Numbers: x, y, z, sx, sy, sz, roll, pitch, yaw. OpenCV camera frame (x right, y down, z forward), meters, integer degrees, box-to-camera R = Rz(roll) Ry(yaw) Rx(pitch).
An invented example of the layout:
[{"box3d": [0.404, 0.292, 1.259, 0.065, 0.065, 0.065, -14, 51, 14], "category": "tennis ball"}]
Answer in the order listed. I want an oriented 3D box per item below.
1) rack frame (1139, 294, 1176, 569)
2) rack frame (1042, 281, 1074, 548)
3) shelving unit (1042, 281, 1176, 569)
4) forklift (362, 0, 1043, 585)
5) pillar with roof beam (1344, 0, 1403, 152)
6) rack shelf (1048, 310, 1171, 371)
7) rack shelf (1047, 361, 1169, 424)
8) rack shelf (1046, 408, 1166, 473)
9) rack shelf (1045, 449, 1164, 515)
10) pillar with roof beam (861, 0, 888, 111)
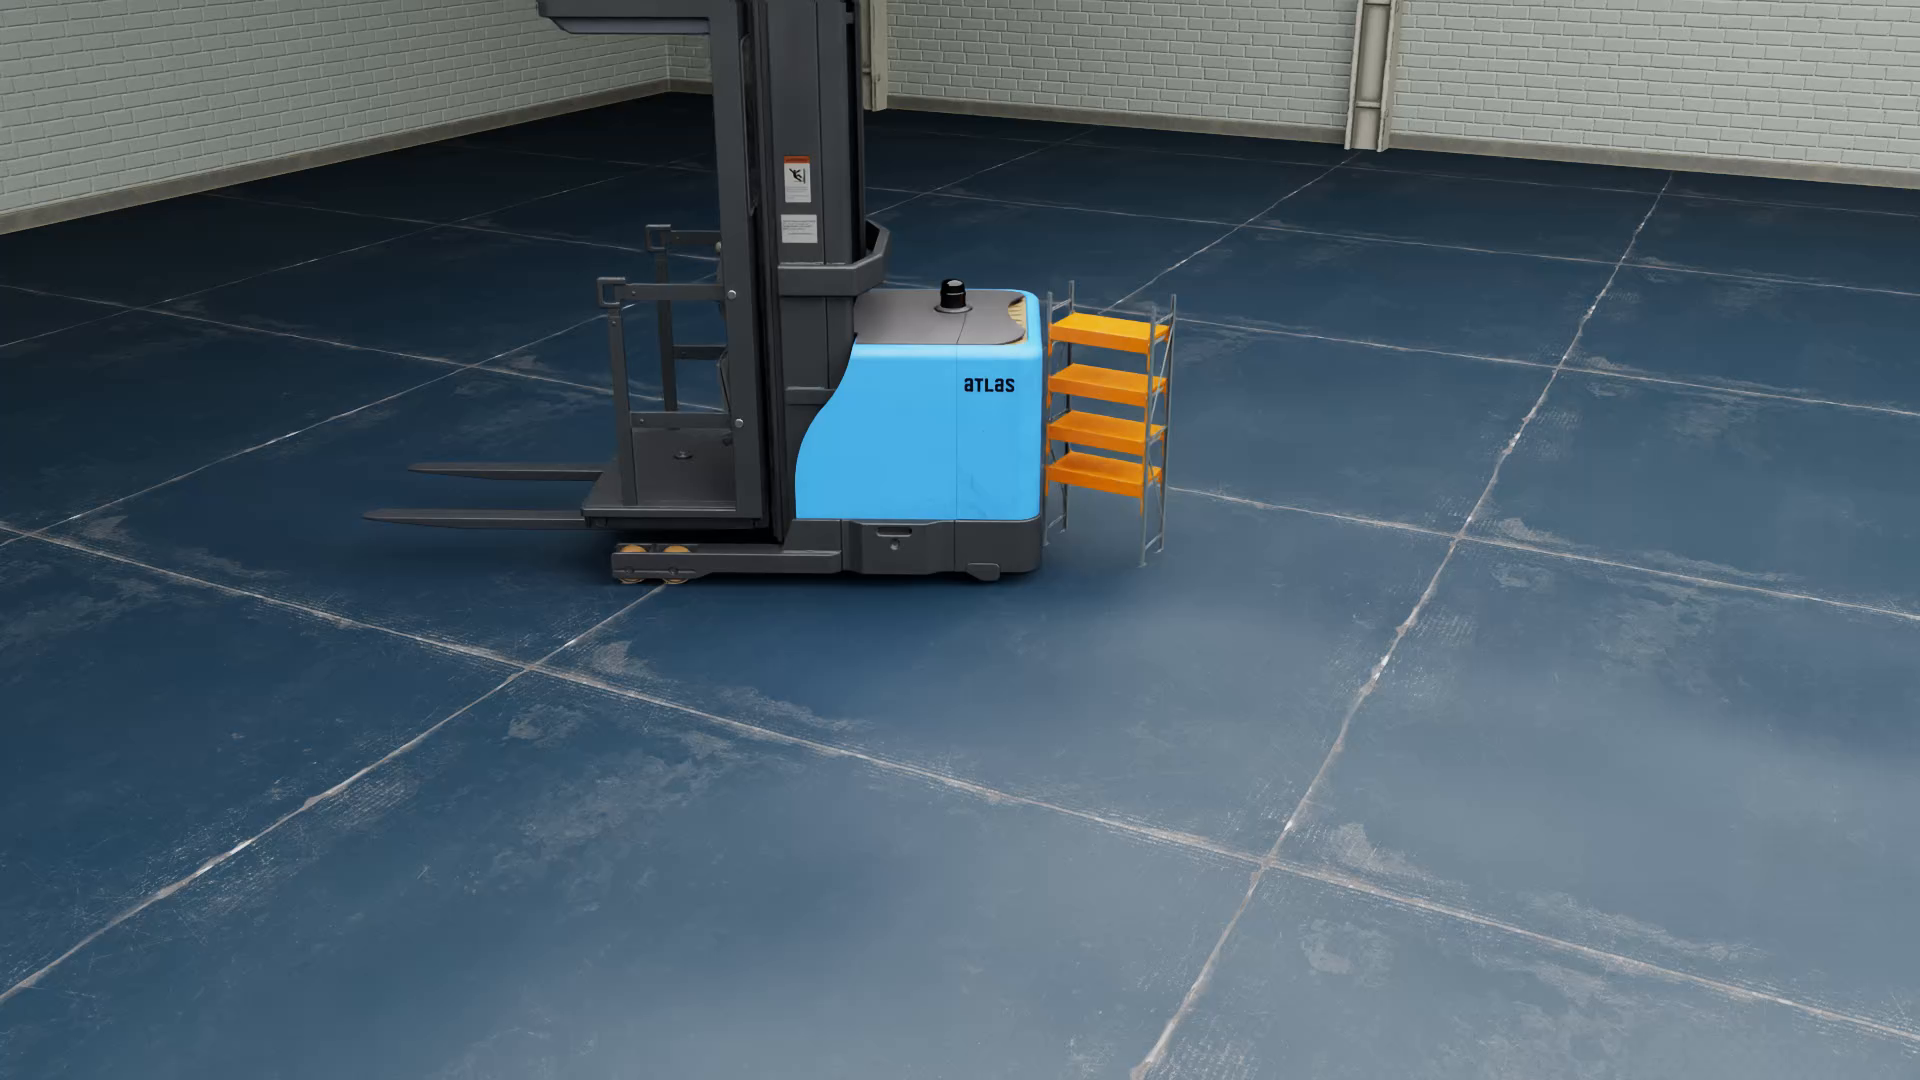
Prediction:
[{"box3d": [0.868, -0.466, 7.313, 0.015, 1.200, 0.240, 12, 26, 27], "category": "rack frame"}, {"box3d": [0.443, -0.560, 7.533, 0.015, 1.200, 0.240, 12, 26, 27], "category": "rack frame"}, {"box3d": [0.656, -0.513, 7.423, 0.503, 1.200, 0.258, 12, 26, 27], "category": "shelving unit"}, {"box3d": [-1.147, -1.360, 7.203, 3.031, 2.935, 1.130, 1, 23, 1], "category": "forklift"}, {"box3d": [2.308, -6.737, 12.092, 0.400, 9.000, 9.100, 11, 25, 25], "category": "pillar with roof beam"}, {"box3d": [0.656, -0.874, 7.269, 0.480, 0.148, 0.258, 12, 26, 27], "category": "rack shelf"}, {"box3d": [0.656, -0.657, 7.362, 0.480, 0.148, 0.258, 12, 26, 27], "category": "rack shelf"}, {"box3d": [0.656, -0.451, 7.449, 0.480, 0.148, 0.258, 12, 26, 27], "category": "rack shelf"}, {"box3d": [0.656, -0.268, 7.527, 0.480, 0.148, 0.258, 12, 26, 27], "category": "rack shelf"}, {"box3d": [-3.047, -7.796, 14.583, 0.400, 9.000, 9.100, 11, 25, 25], "category": "pillar with roof beam"}]
